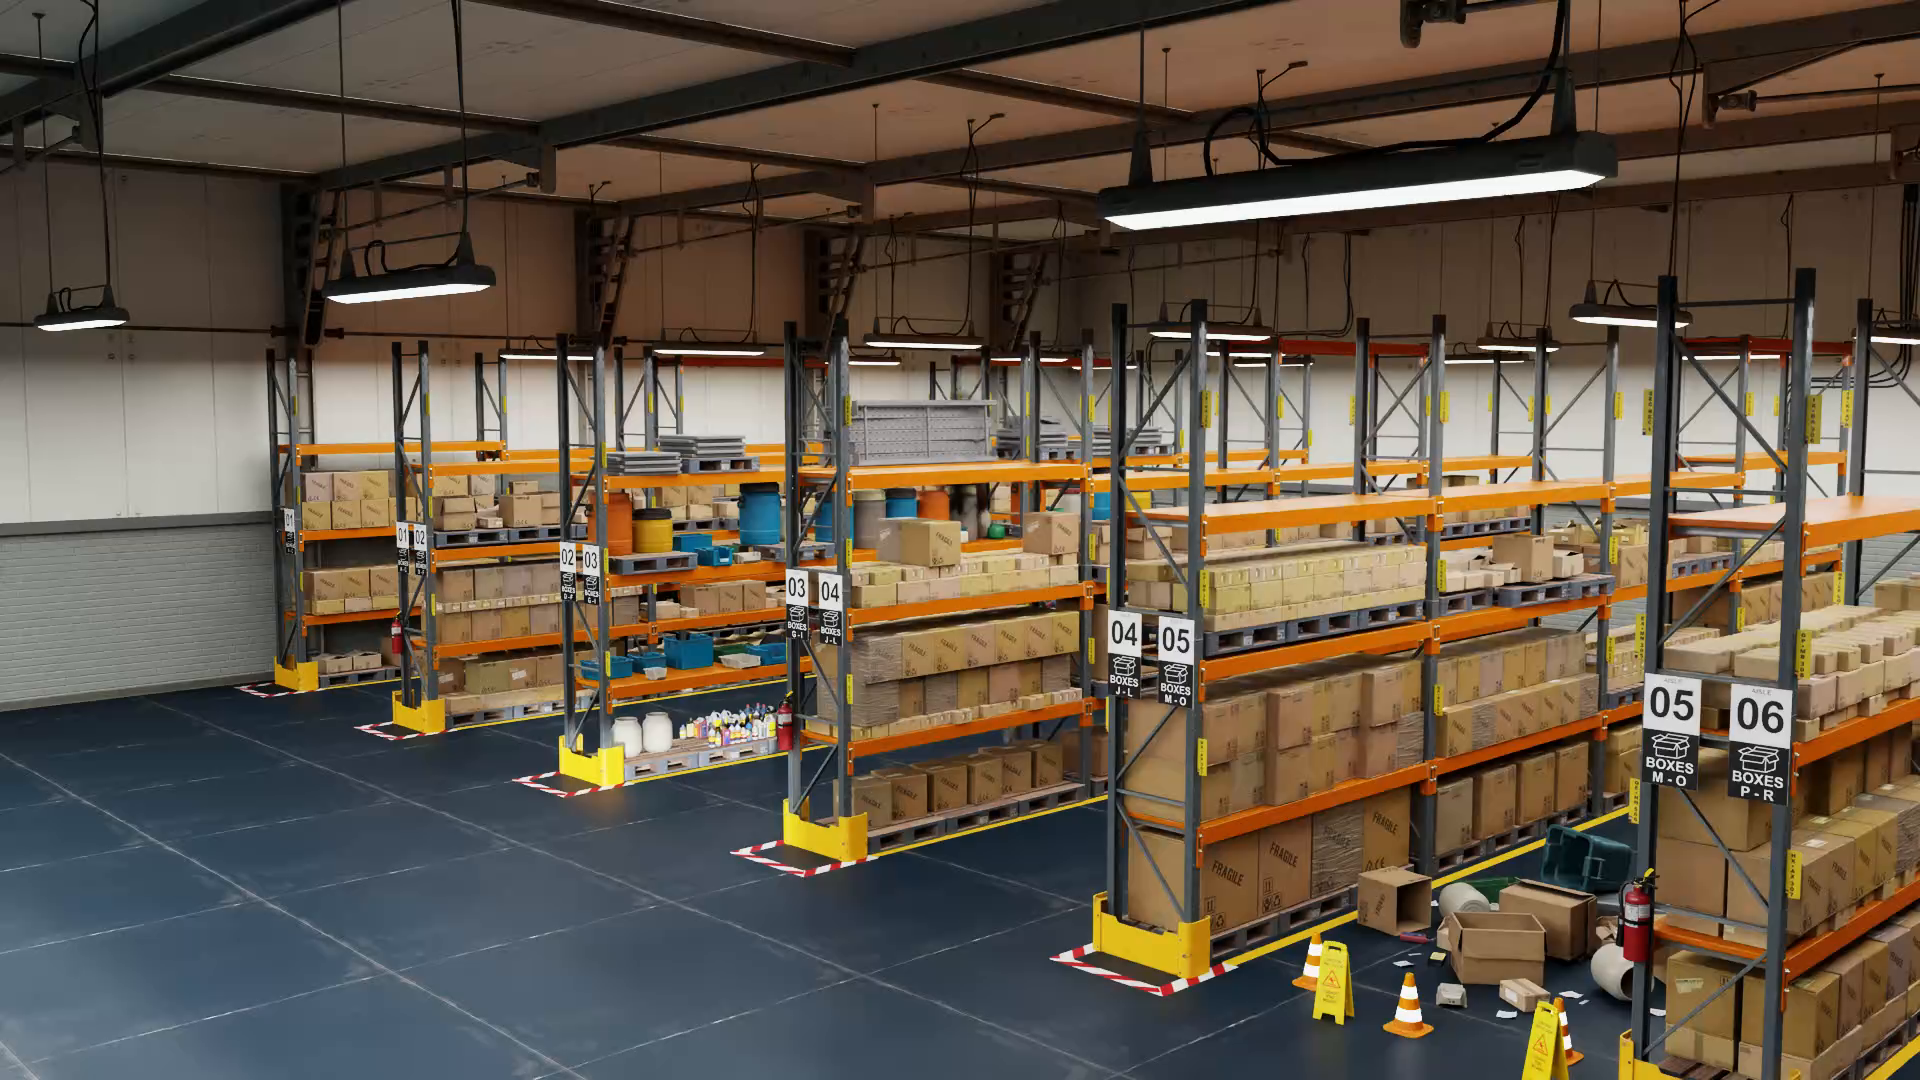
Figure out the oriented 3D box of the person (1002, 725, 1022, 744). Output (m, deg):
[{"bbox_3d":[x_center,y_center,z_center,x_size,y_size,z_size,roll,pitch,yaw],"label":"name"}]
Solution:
[{"bbox_3d":[0.707,2.197,24.231,0.644,1.730,0.591,3,6,30],"label":"person"}]
